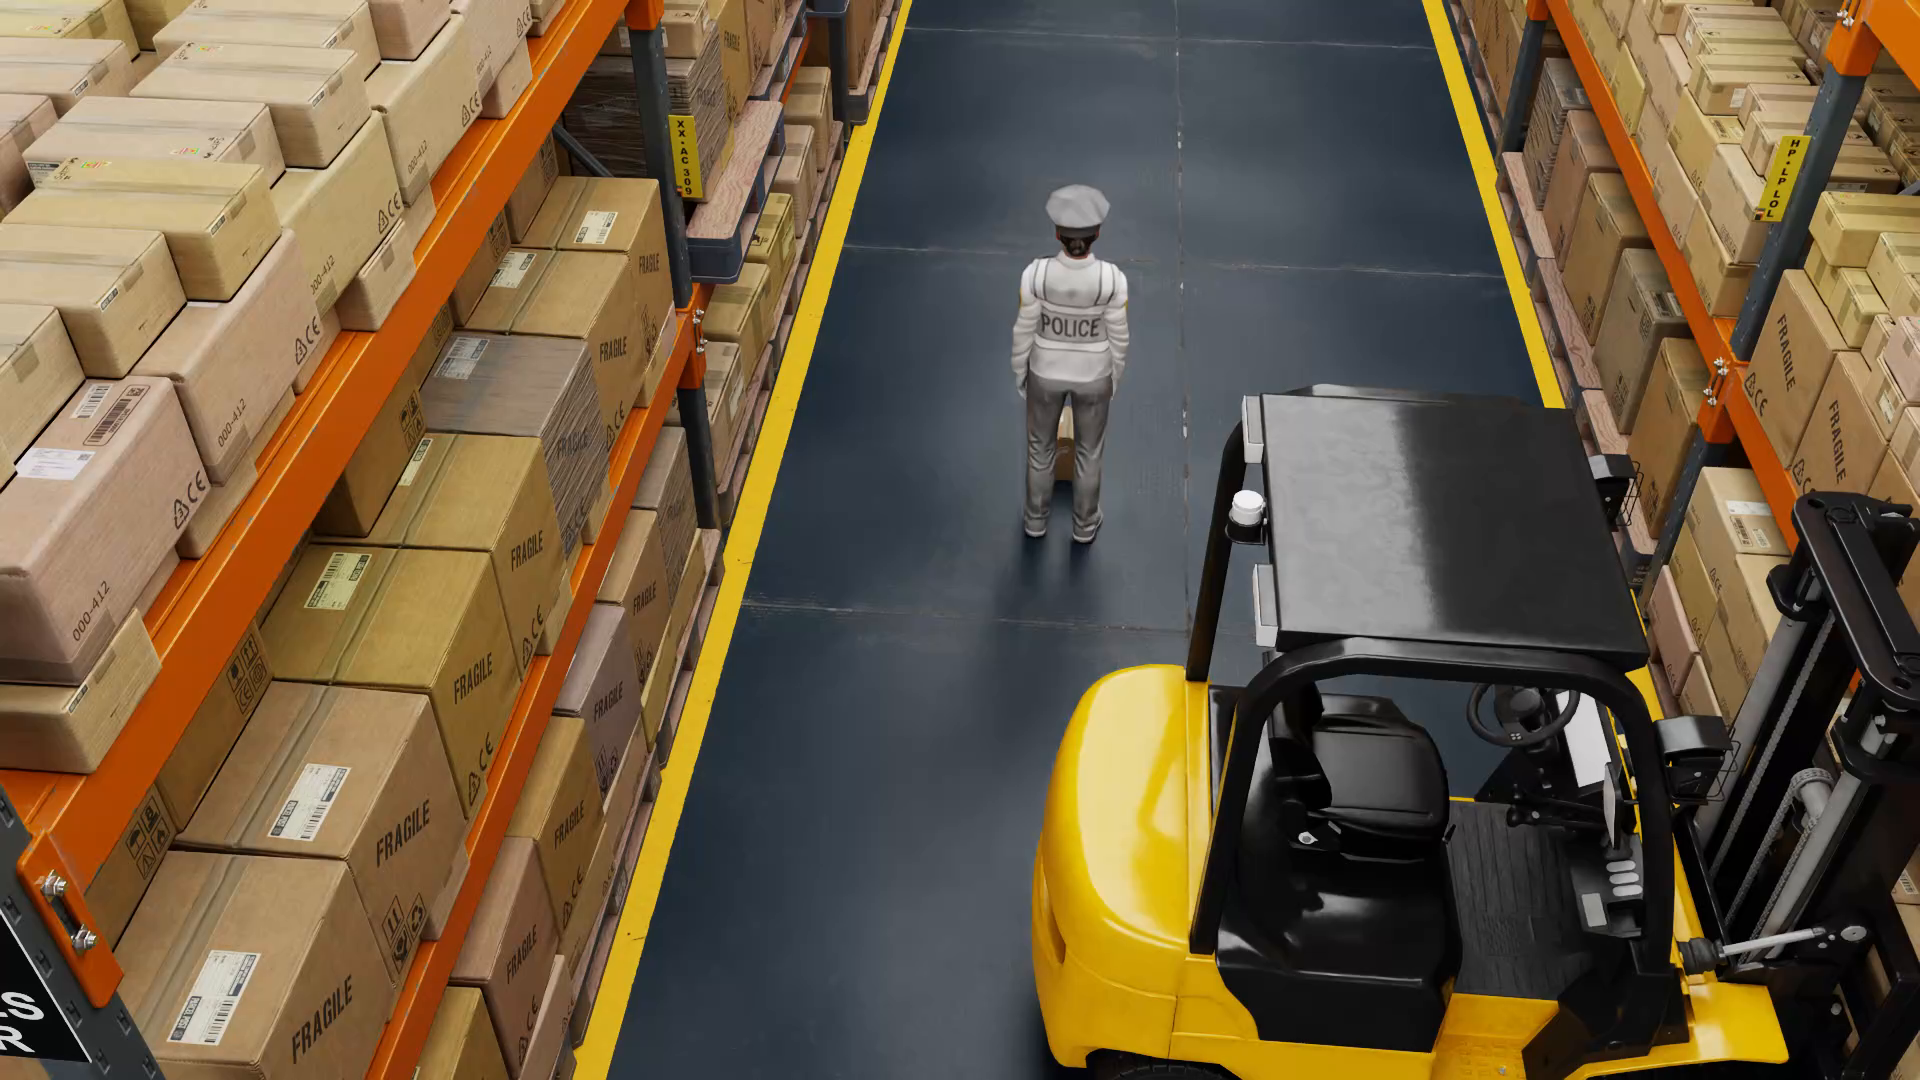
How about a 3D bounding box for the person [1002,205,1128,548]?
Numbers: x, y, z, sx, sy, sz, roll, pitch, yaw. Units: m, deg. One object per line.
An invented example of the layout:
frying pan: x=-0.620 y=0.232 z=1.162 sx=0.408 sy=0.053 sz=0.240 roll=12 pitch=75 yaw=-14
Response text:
person: x=0.435 y=-0.659 z=7.038 sx=0.523 sy=1.542 sz=0.570 roll=4 pitch=40 yaw=5
